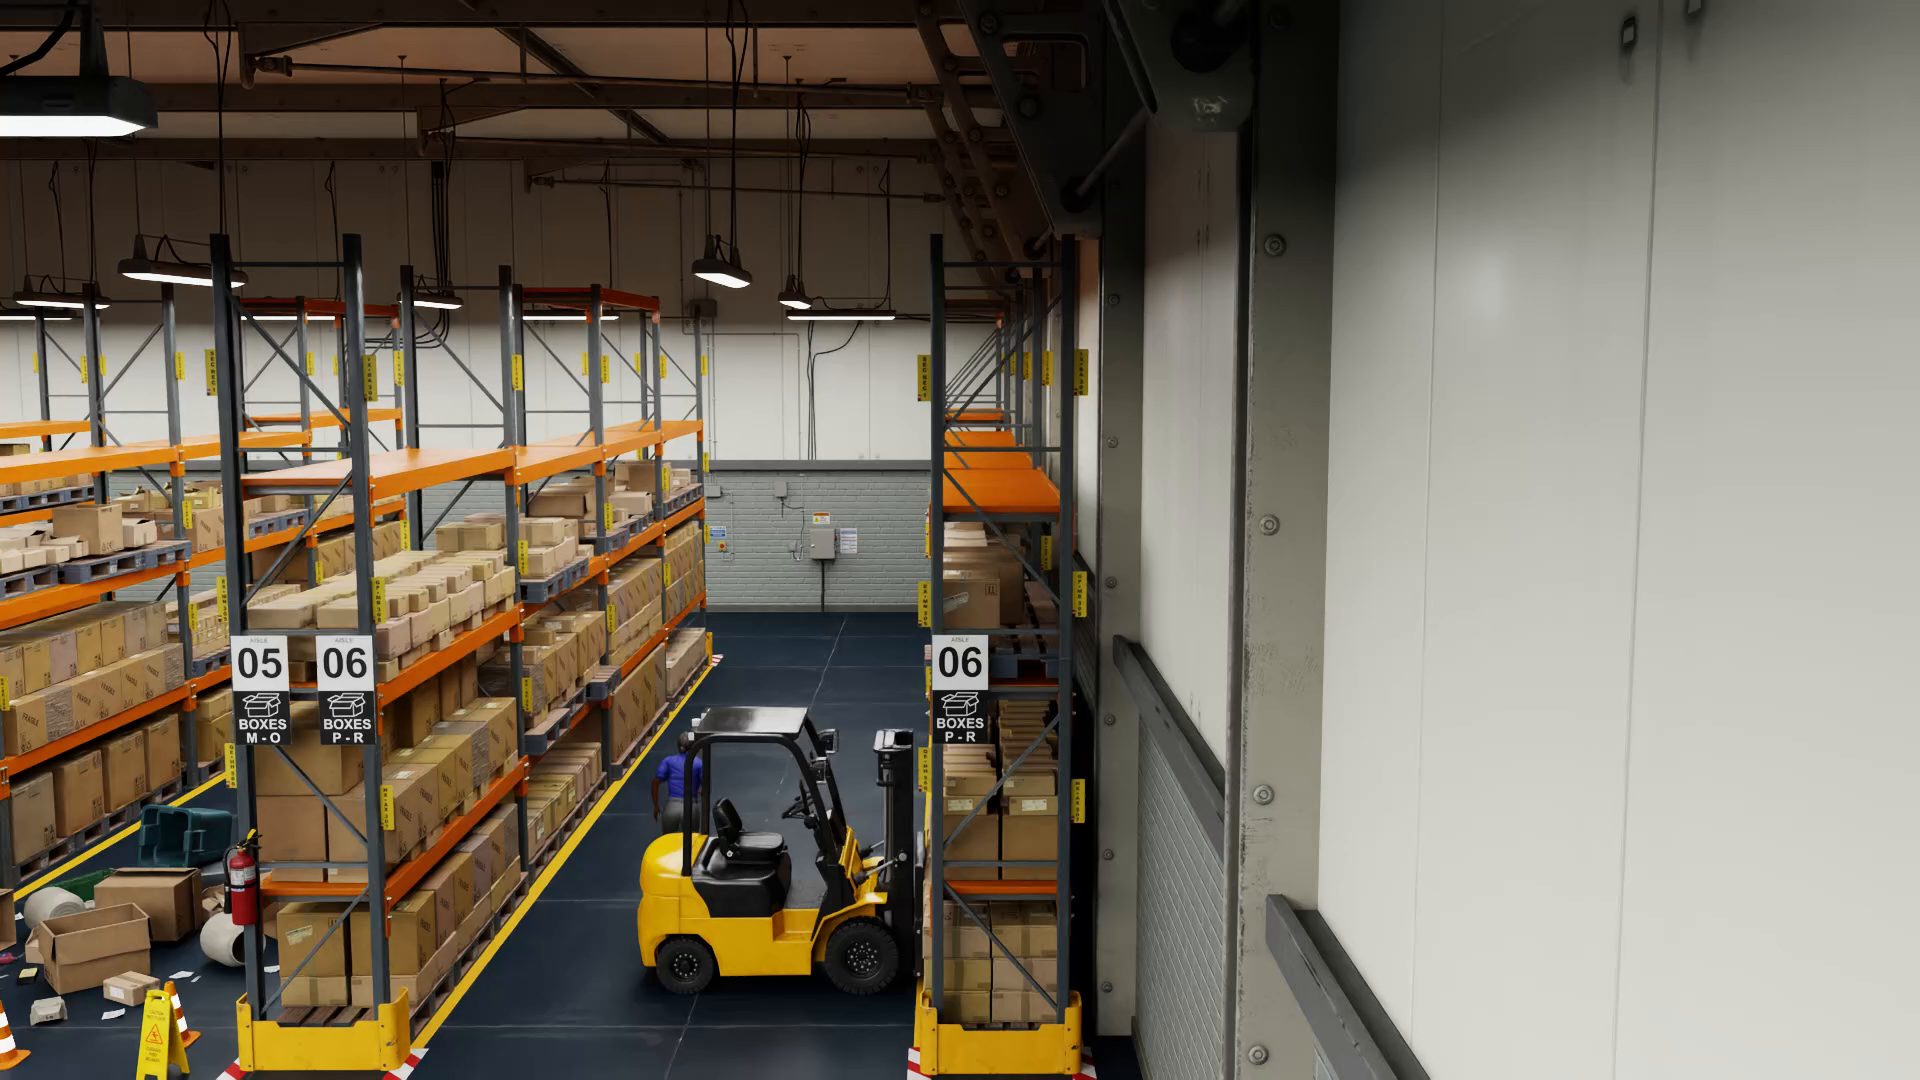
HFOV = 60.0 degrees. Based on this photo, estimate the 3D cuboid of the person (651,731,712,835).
[{"bbox_3d":[-2.684,2.631,16.082,0.577,1.553,0.731,0,6,1],"label":"person"}]
